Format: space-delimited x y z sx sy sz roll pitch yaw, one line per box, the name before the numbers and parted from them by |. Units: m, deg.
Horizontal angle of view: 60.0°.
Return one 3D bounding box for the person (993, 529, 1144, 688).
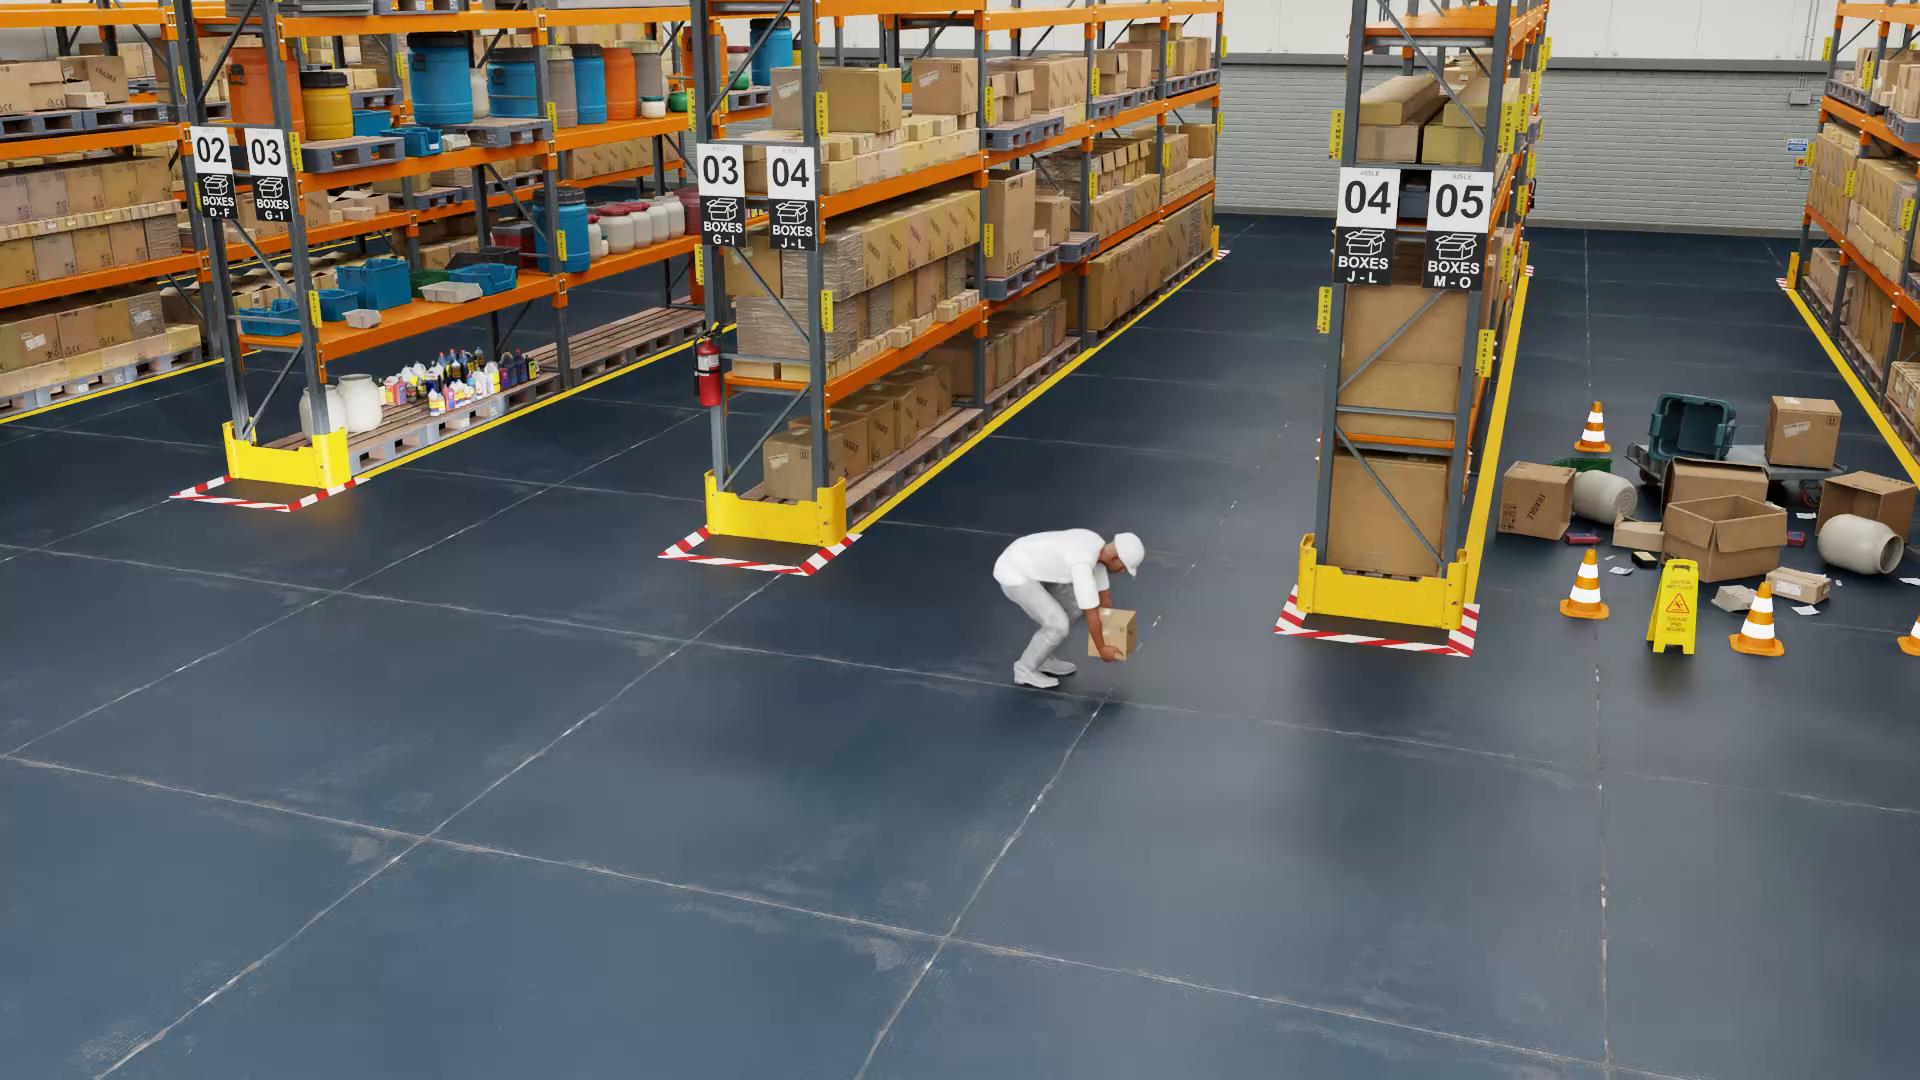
person | 0.711 0.425 10.876 0.966 1.054 0.518 5 19 16
